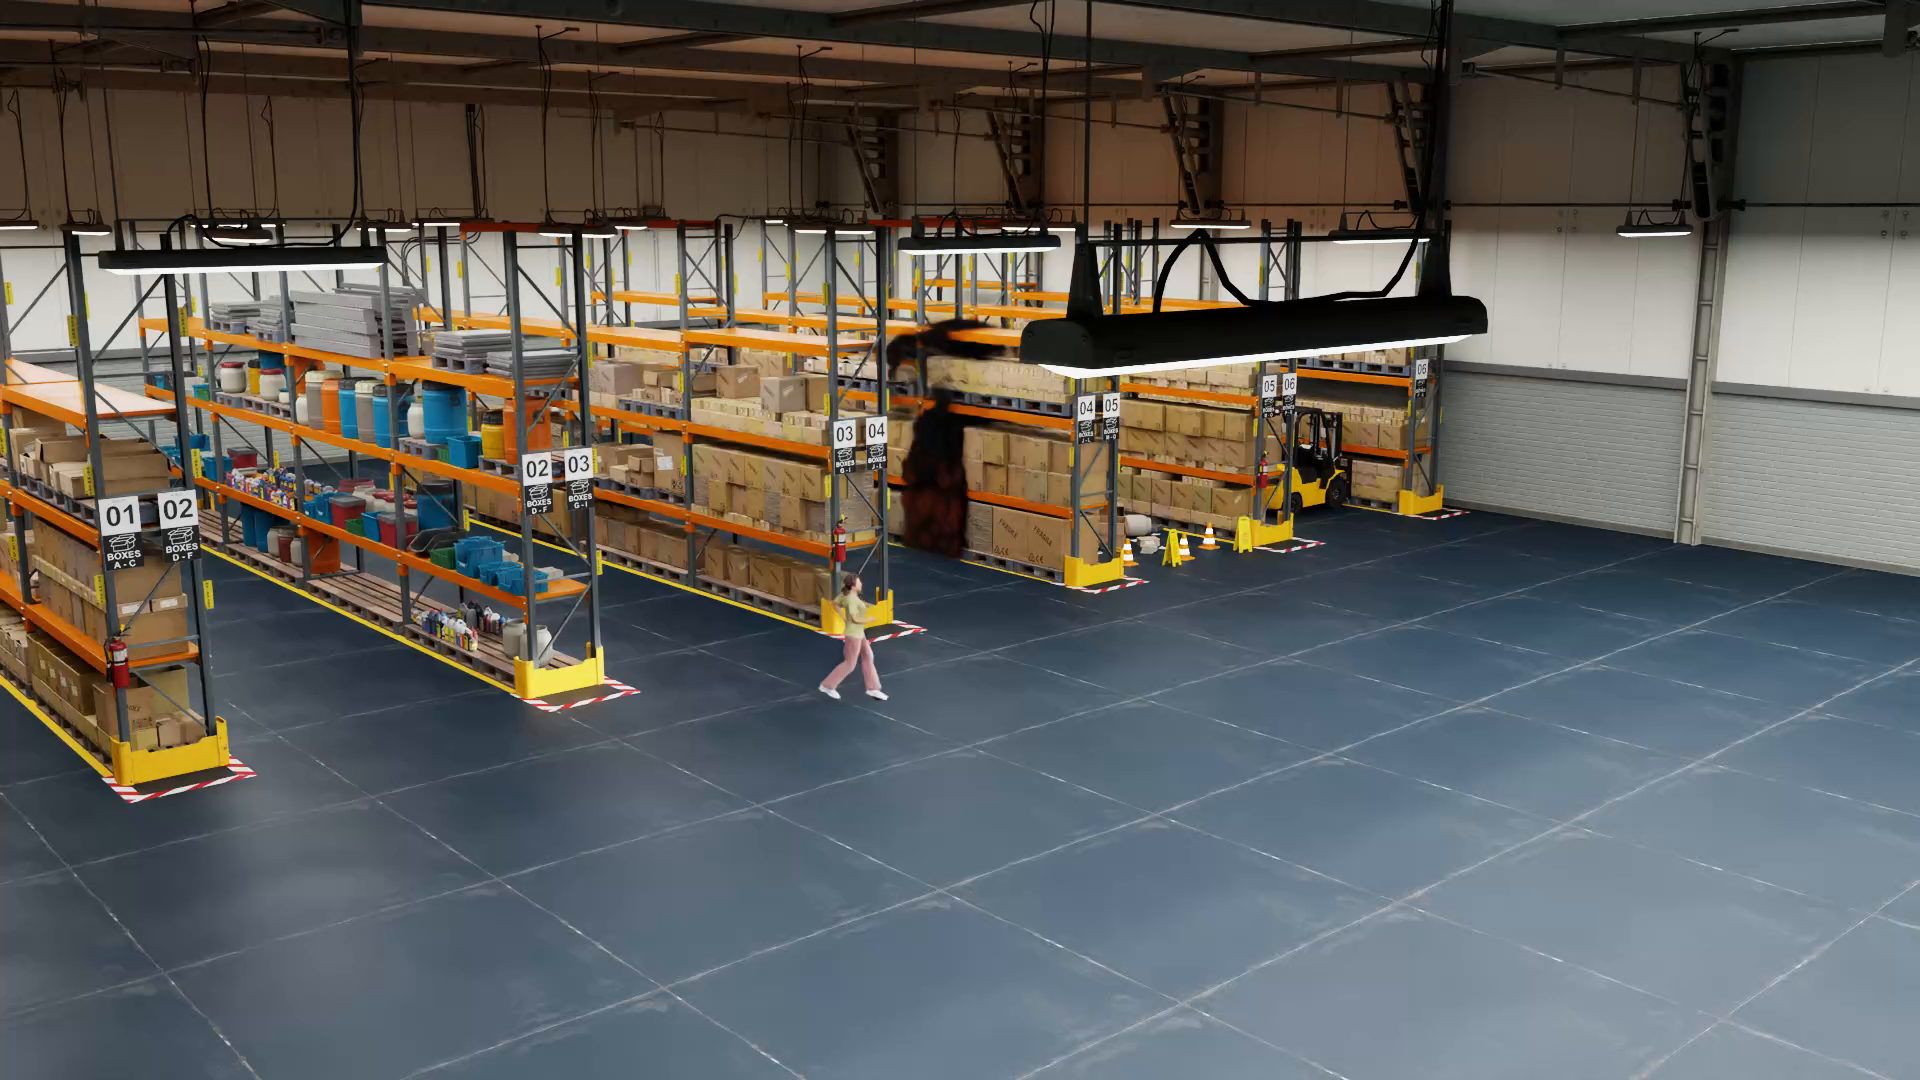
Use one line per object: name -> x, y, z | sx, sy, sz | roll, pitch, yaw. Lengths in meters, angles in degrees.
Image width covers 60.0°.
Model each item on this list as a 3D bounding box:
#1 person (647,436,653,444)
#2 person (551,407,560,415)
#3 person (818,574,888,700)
person -> -7.726, -2.912, 42.100 | 0.542, 1.661, 0.549 | -8, 14, -35
person -> -9.446, -2.228, 38.648 | 0.747, 1.685, 0.532 | -3, 12, -16
person -> -1.375, 1.266, 21.363 | 0.914, 1.698, 0.584 | -2, 12, -9
